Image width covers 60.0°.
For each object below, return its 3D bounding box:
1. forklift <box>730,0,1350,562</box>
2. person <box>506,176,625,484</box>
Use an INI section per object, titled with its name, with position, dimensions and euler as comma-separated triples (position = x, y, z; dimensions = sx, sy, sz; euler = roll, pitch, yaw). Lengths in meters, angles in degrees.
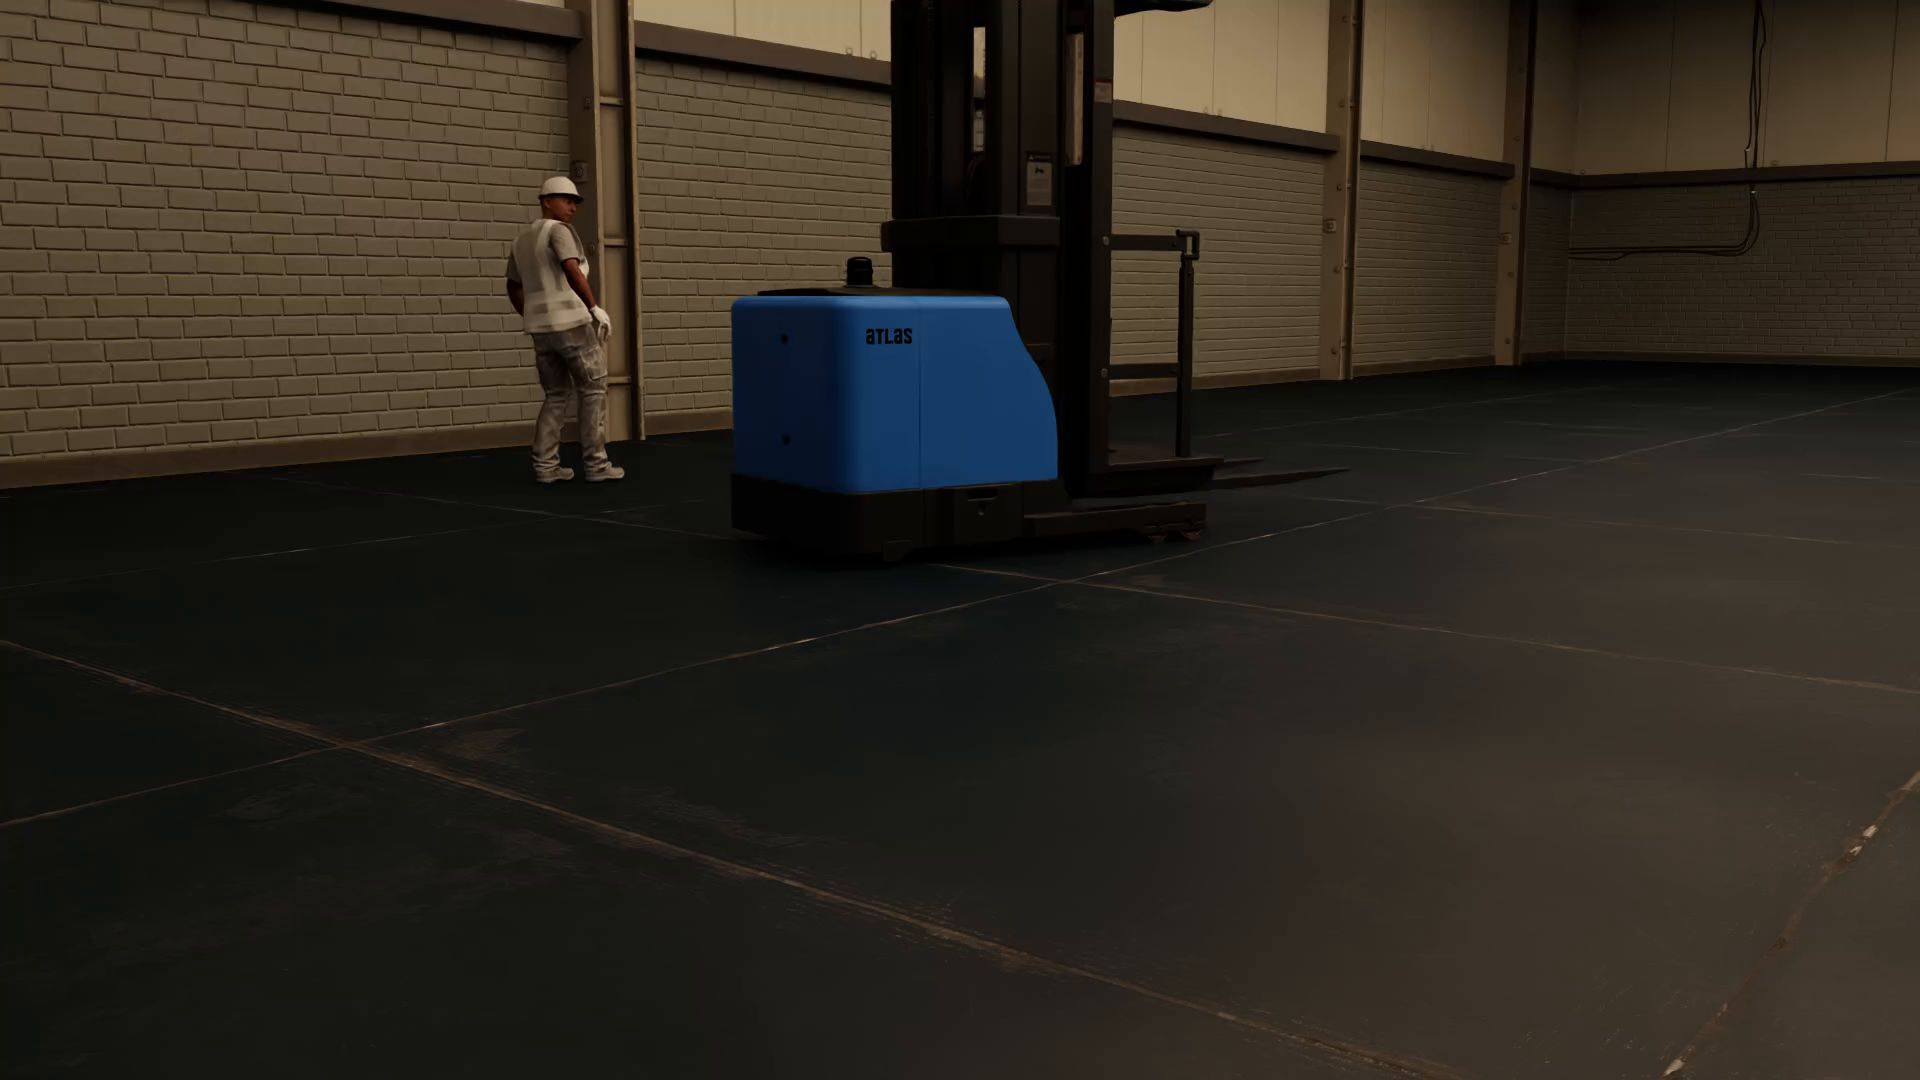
[forklift]
position = 0.503, -1.502, 7.545
dimensions = 3.031, 2.935, 1.130
euler = -6, 10, -34
[person]
position = -2.279, -1.220, 9.672
dimensions = 0.785, 1.760, 0.521
euler = 6, 10, 36
